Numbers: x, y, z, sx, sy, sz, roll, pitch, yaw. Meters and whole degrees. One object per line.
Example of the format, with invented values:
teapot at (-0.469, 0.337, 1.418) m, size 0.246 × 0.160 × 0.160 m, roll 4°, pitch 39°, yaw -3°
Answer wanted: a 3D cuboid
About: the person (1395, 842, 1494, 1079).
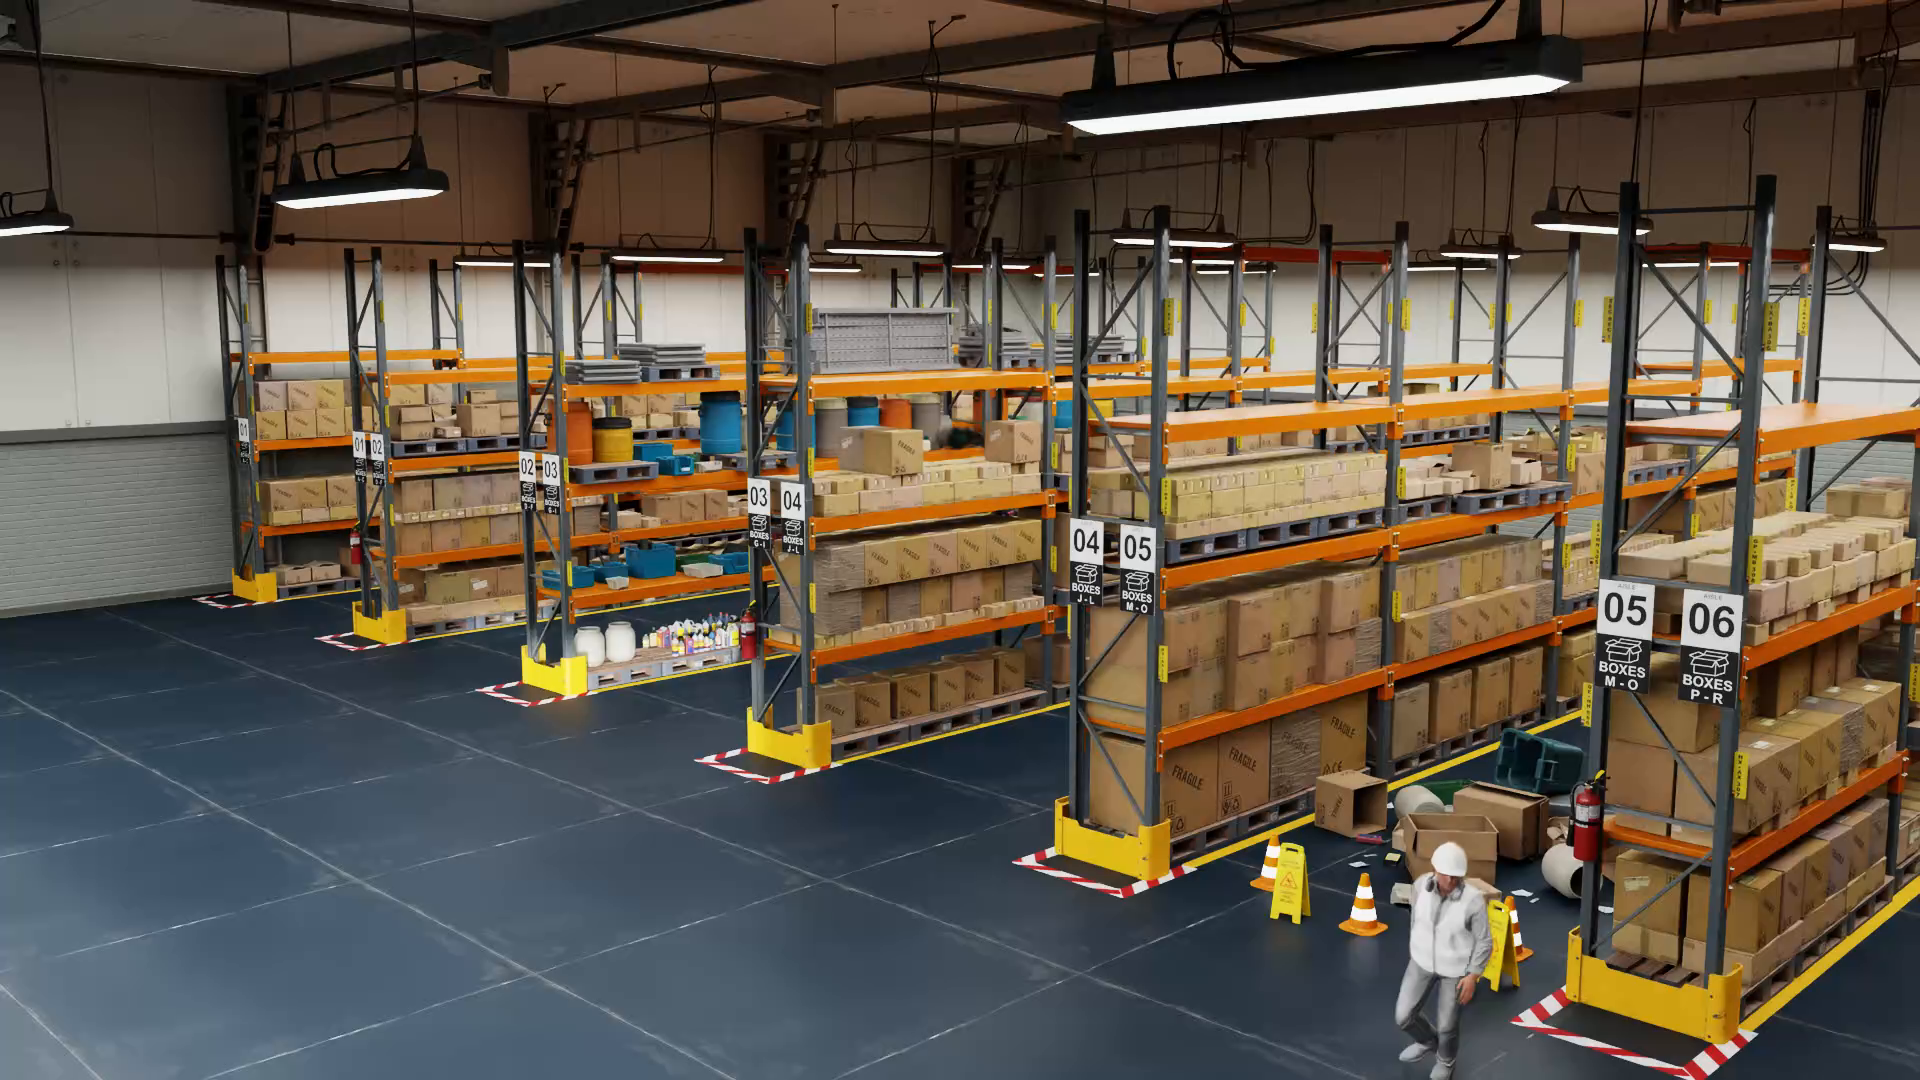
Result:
person at (3.184, 2.782, 10.914) m, size 0.658 × 1.727 × 0.671 m, roll 6°, pitch 10°, yaw 34°
